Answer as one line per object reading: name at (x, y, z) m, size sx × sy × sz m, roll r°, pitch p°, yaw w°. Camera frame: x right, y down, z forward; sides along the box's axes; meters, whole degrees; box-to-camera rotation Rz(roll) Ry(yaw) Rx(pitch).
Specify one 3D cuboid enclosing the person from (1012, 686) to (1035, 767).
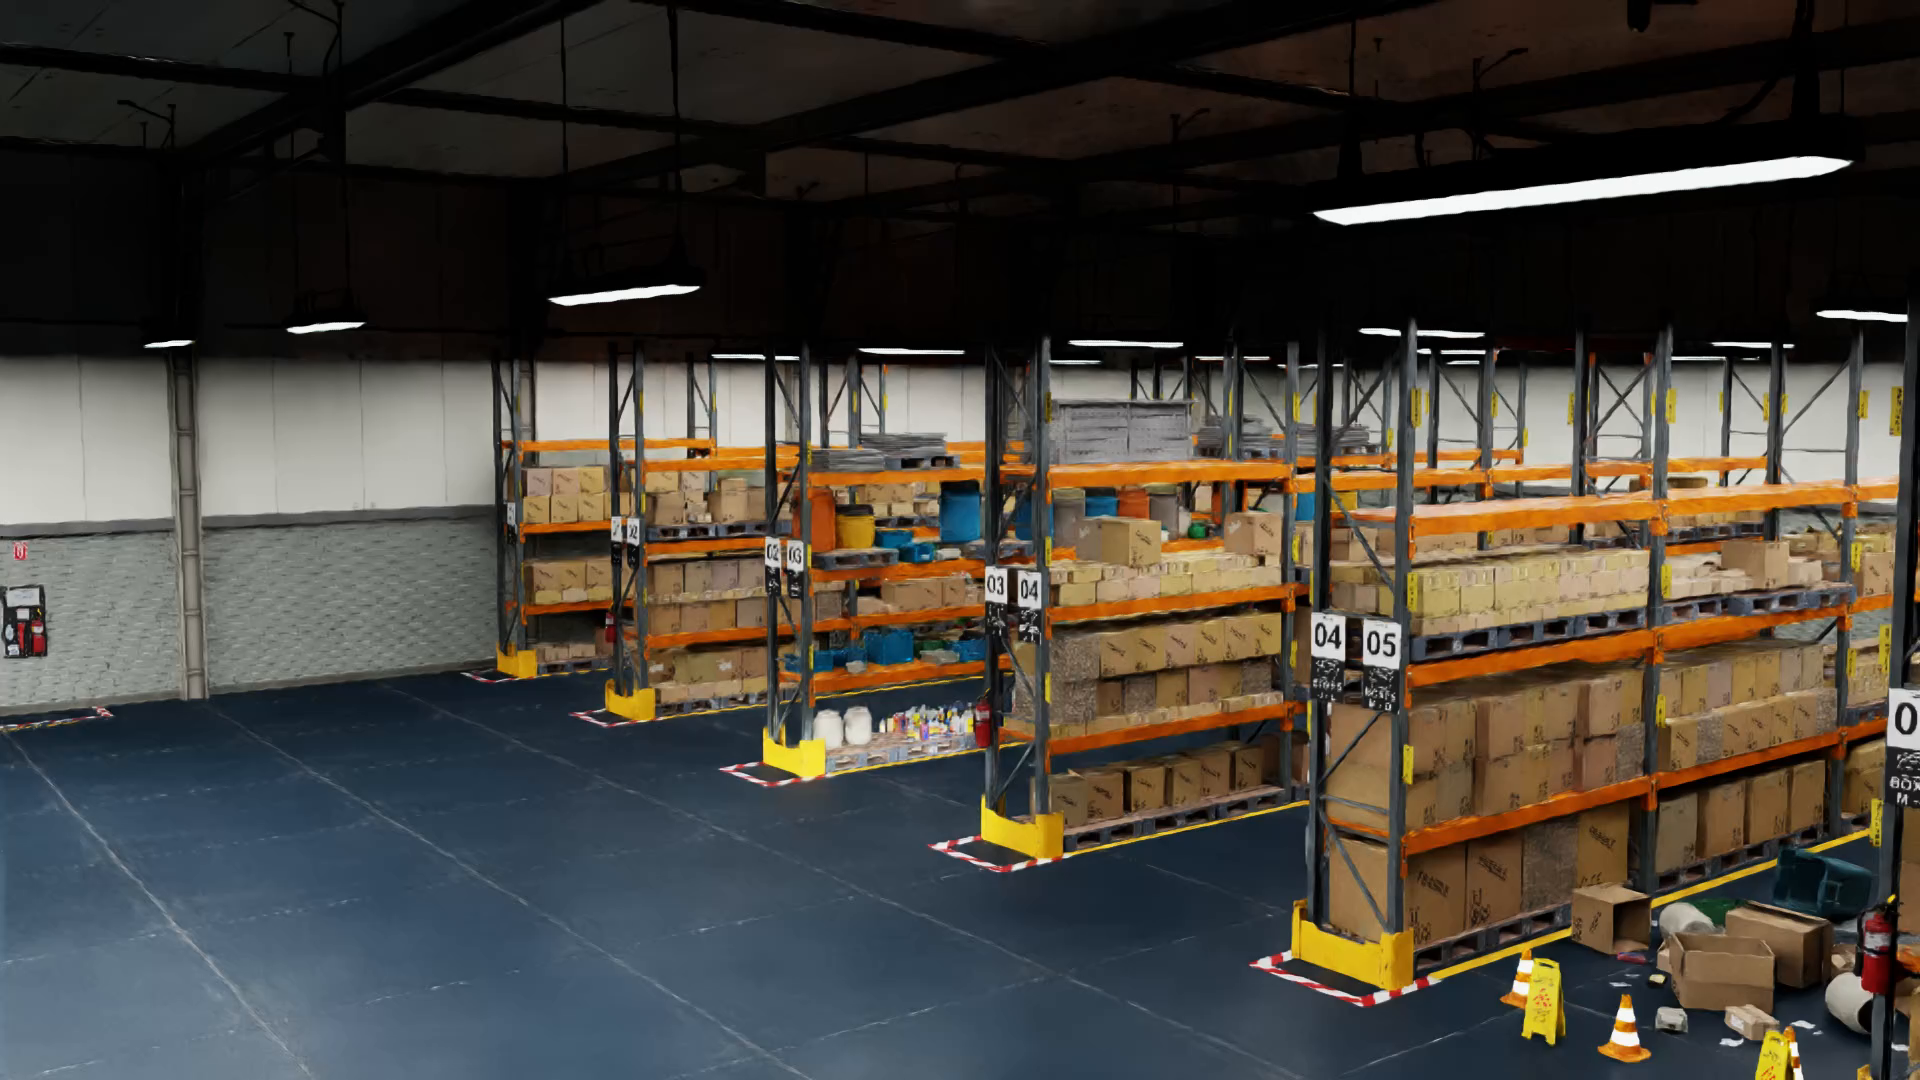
person at (1.068, 2.321, 22.610) m, size 0.682 × 1.713 × 0.844 m, roll 4°, pitch 6°, yaw 36°

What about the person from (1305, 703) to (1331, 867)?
person at (4.046, 2.666, 18.249) m, size 0.463 × 1.764 × 0.649 m, roll 2°, pitch 5°, yaw 23°

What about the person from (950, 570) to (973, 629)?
person at (-0.021, 1.227, 34.880) m, size 1.030 × 1.727 × 0.527 m, roll -5°, pitch 7°, yaw -45°
